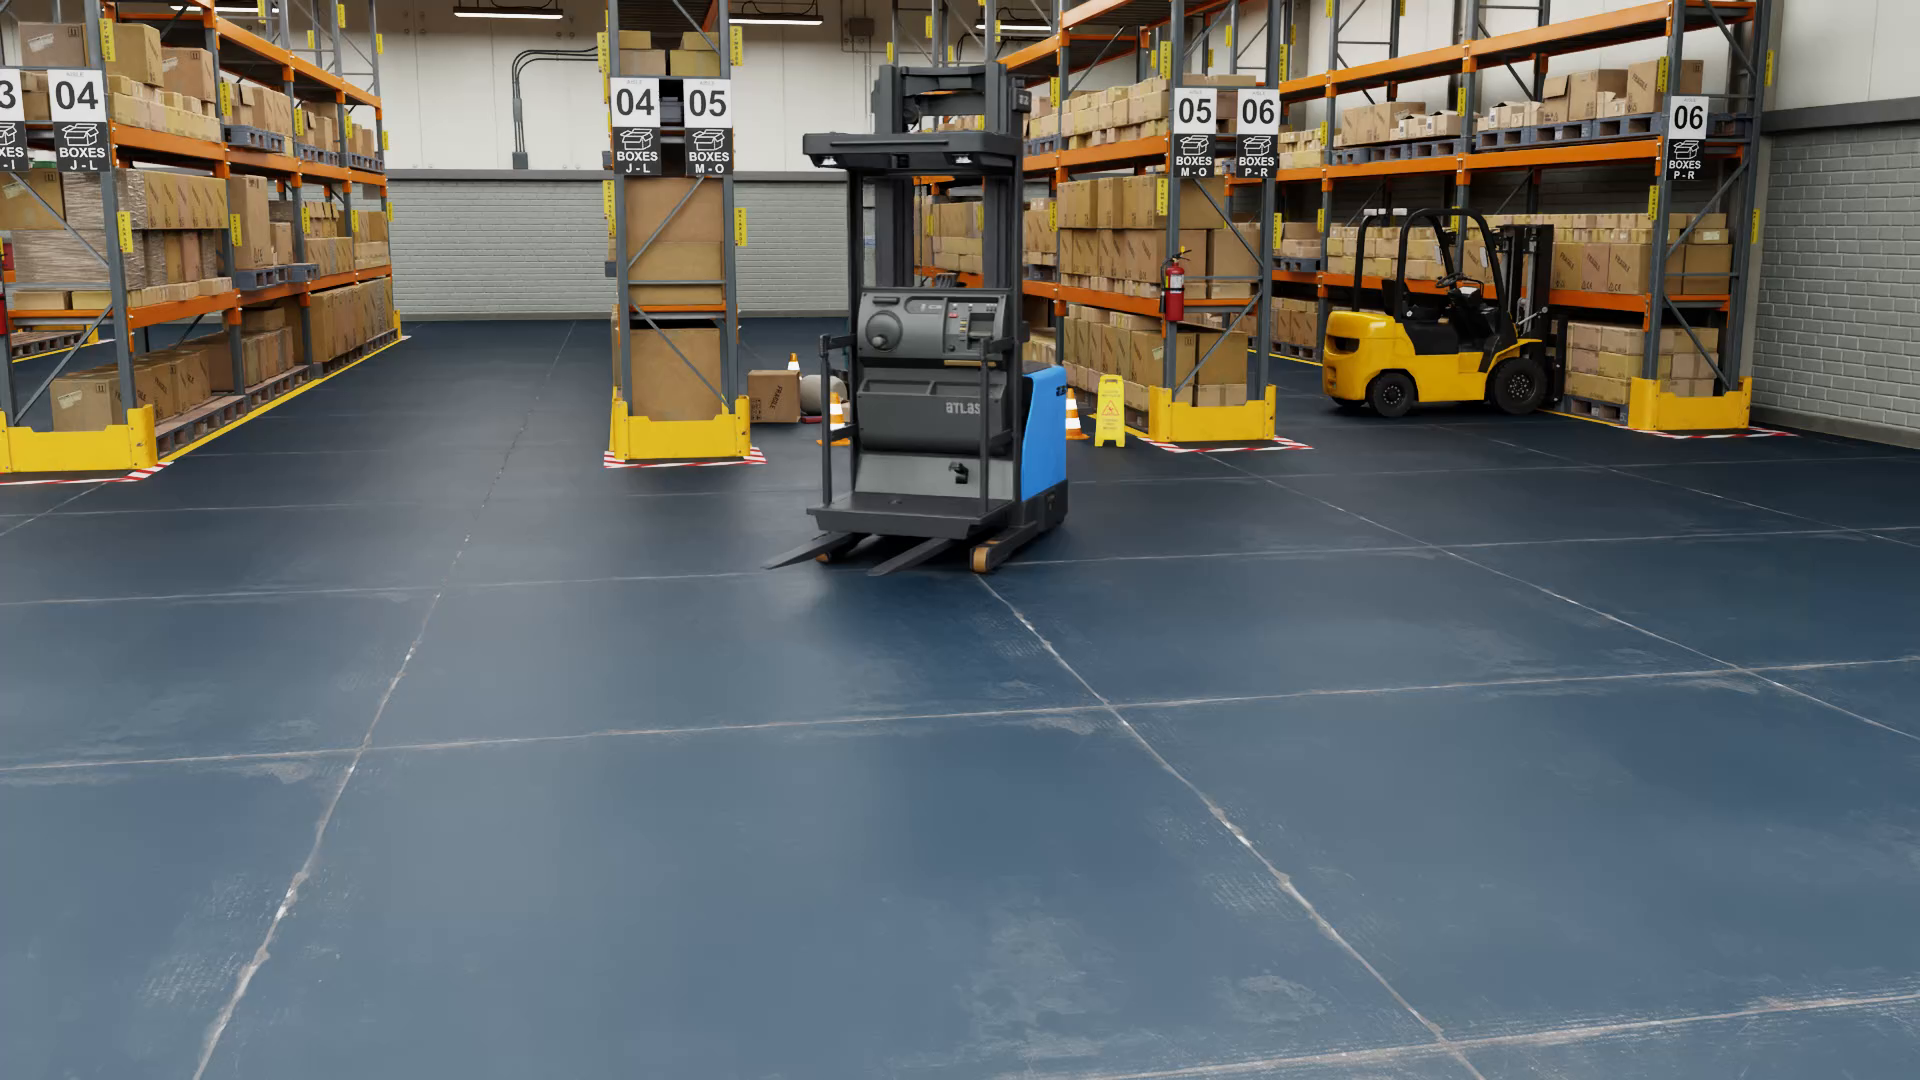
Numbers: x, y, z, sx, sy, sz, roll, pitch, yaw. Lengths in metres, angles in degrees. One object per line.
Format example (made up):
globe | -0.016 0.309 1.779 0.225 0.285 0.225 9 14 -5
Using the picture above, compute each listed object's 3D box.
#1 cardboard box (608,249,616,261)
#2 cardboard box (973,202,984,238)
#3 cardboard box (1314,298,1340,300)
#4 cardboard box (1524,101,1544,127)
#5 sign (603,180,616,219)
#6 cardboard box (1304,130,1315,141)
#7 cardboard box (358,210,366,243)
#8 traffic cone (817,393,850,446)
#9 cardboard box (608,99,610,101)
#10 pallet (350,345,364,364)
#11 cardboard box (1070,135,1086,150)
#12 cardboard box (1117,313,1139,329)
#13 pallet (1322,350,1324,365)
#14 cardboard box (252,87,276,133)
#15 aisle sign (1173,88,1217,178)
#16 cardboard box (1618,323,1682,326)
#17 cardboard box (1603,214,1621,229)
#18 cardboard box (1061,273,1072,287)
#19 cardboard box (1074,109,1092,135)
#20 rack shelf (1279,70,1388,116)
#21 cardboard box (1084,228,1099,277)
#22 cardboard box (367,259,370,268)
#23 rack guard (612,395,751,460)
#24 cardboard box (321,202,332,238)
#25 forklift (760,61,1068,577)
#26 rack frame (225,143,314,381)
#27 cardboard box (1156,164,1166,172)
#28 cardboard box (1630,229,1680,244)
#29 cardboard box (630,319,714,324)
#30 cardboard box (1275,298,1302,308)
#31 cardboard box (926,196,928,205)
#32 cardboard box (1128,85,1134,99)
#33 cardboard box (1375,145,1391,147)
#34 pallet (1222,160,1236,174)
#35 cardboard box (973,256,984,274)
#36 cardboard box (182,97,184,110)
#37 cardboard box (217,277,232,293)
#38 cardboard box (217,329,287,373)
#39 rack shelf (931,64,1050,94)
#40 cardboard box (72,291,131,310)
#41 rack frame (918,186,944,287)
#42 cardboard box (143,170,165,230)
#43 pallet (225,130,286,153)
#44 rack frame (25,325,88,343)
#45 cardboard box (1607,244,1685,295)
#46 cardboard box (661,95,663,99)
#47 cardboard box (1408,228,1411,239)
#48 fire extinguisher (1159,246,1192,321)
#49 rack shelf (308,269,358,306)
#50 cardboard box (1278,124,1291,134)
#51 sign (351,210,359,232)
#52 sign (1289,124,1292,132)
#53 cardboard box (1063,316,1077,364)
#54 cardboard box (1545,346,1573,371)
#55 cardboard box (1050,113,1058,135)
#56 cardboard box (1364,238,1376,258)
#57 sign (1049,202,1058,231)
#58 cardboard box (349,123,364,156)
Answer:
cardboard box | -4.544 -3.846 22.432 0.380 0.149 0.250 -2 11 -10
cardboard box | 0.481 -4.514 23.449 0.500 0.500 0.500 -2 11 -13
cardboard box | 5.698 -3.665 25.759 0.380 0.149 0.250 -2 11 -12
cardboard box | 6.475 -4.716 18.396 0.396 0.266 0.258 -2 11 -12
sign | -2.976 -2.891 14.130 0.100 0.325 0.005 -2 11 -11
cardboard box | 5.301 -5.963 24.518 0.380 0.149 0.250 -2 11 -13
cardboard box | -9.591 -4.890 25.967 0.500 0.500 0.500 -2 11 -11
traffic cone | -1.152 -1.125 15.371 0.336 0.463 0.334 -2 11 -11
cardboard box | -2.887 -3.923 14.544 0.380 0.149 0.250 -2 11 -11
pallet | -9.436 -2.753 24.596 1.003 0.211 1.213 -2 11 -11
cardboard box | 1.430 -4.389 18.381 0.380 0.149 0.250 -2 11 -11
cardboard box | 1.800 -2.212 16.787 0.380 0.149 0.250 -2 11 -10
pallet | 5.828 -2.547 23.515 1.003 0.211 1.213 -2 11 -11
cardboard box | -8.352 -5.033 19.489 0.500 0.500 0.500 -2 11 -10
aisle sign | 2.122 -3.676 15.036 0.394 0.787 0.004 -2 11 -11
cardboard box | 7.254 -2.136 17.451 0.500 0.250 0.500 -2 11 -11
cardboard box | 6.830 -3.265 17.032 0.380 0.149 0.250 -2 11 -10
cardboard box | 1.363 -2.962 18.907 0.380 0.149 0.250 -2 11 -11
cardboard box | 1.543 -4.516 17.983 0.500 0.250 0.500 -2 11 -11
rack shelf | 5.318 -6.834 25.526 1.077 0.370 4.000 -2 11 -11
cardboard box | 1.634 -3.075 17.769 0.500 0.500 0.500 -2 11 -11
cardboard box | -9.597 -4.396 26.443 0.380 0.149 0.250 -2 11 -12
rack guard | -2.437 -0.990 14.562 1.175 0.500 0.348 -2 11 -11
cardboard box | -9.406 -4.560 23.684 0.797 0.503 0.637 -2 11 -10
forklift | -0.240 -1.324 9.814 1.130 2.935 3.031 4 11 19
rack frame | -8.882 -3.528 21.210 1.000 3.000 0.127 -2 11 -11
cardboard box | 3.969 -6.991 30.990 0.500 0.250 0.500 -2 11 -12
cardboard box | 6.920 -3.023 16.557 0.380 0.149 0.250 -2 11 -10
cardboard box | -2.811 -1.668 15.999 0.875 0.875 0.875 -2 11 -12
cardboard box | 5.132 -3.692 25.900 0.380 0.149 0.250 -3 11 -14
cardboard box | -0.362 -5.670 27.788 0.380 0.149 0.250 -2 11 -11
cardboard box | 1.894 -4.452 16.579 0.380 0.149 0.250 -2 11 -13
cardboard box | 6.099 -5.601 23.091 0.500 0.250 0.500 -2 11 -11
pallet | 4.987 -6.062 27.005 1.213 0.211 1.003 -2 11 -11
cardboard box | 0.485 -3.898 23.555 0.500 0.250 0.500 -3 11 -13
cardboard box | -7.605 -4.146 15.770 0.380 0.149 0.250 -2 11 -9
cardboard box | -7.774 -2.642 17.228 0.380 0.149 0.250 -2 11 -11
cardboard box | -8.612 -2.293 20.228 0.700 0.500 0.500 -3 11 -16
rack shelf | 0.449 -6.652 24.574 1.077 0.370 4.000 -2 11 -11
cardboard box | -7.148 -1.998 13.845 0.380 0.149 0.250 -2 11 -11
rack frame | -0.717 -5.356 30.812 1.000 3.000 0.127 -2 11 -11
cardboard box | -7.256 -2.950 14.435 0.500 0.500 0.500 -2 11 -11
pallet | -8.325 -4.483 18.706 1.213 0.211 1.003 -2 11 -11
rack frame | -15.297 -4.815 27.972 1.000 3.000 0.127 -2 11 -11
cardboard box | 6.909 -2.732 16.761 0.500 0.500 0.500 -2 11 -12
cardboard box | -2.872 -4.677 17.437 0.500 0.250 0.500 -2 11 -12
cardboard box | 5.966 -3.945 21.401 0.380 0.149 0.250 -2 11 -12
fire extinguisher | 1.965 -2.345 15.203 0.296 0.674 0.183 -2 11 -11
rack shelf | -9.271 -3.541 23.204 1.077 0.370 4.000 -2 11 -11
cardboard box | 5.139 -6.657 27.007 0.396 0.266 0.258 -2 11 -11
sign | -9.130 -4.813 25.076 0.100 0.325 0.005 -2 11 -11
sign | 5.472 -6.745 27.653 0.100 0.325 0.005 -2 11 -11
cardboard box | 1.466 -2.261 18.776 0.500 0.500 0.500 -2 11 -8
cardboard box | 6.653 -1.968 17.905 0.500 0.250 0.500 -2 11 -12
cardboard box | 1.361 -4.863 19.478 0.500 0.250 0.500 -2 11 -12
cardboard box | 5.734 -3.963 22.558 0.500 0.250 0.500 -2 11 -12
sign | 1.073 -3.703 19.031 0.100 0.325 0.005 -2 11 -11
cardboard box | -9.934 -6.381 26.518 0.700 0.500 0.500 -2 11 -9
